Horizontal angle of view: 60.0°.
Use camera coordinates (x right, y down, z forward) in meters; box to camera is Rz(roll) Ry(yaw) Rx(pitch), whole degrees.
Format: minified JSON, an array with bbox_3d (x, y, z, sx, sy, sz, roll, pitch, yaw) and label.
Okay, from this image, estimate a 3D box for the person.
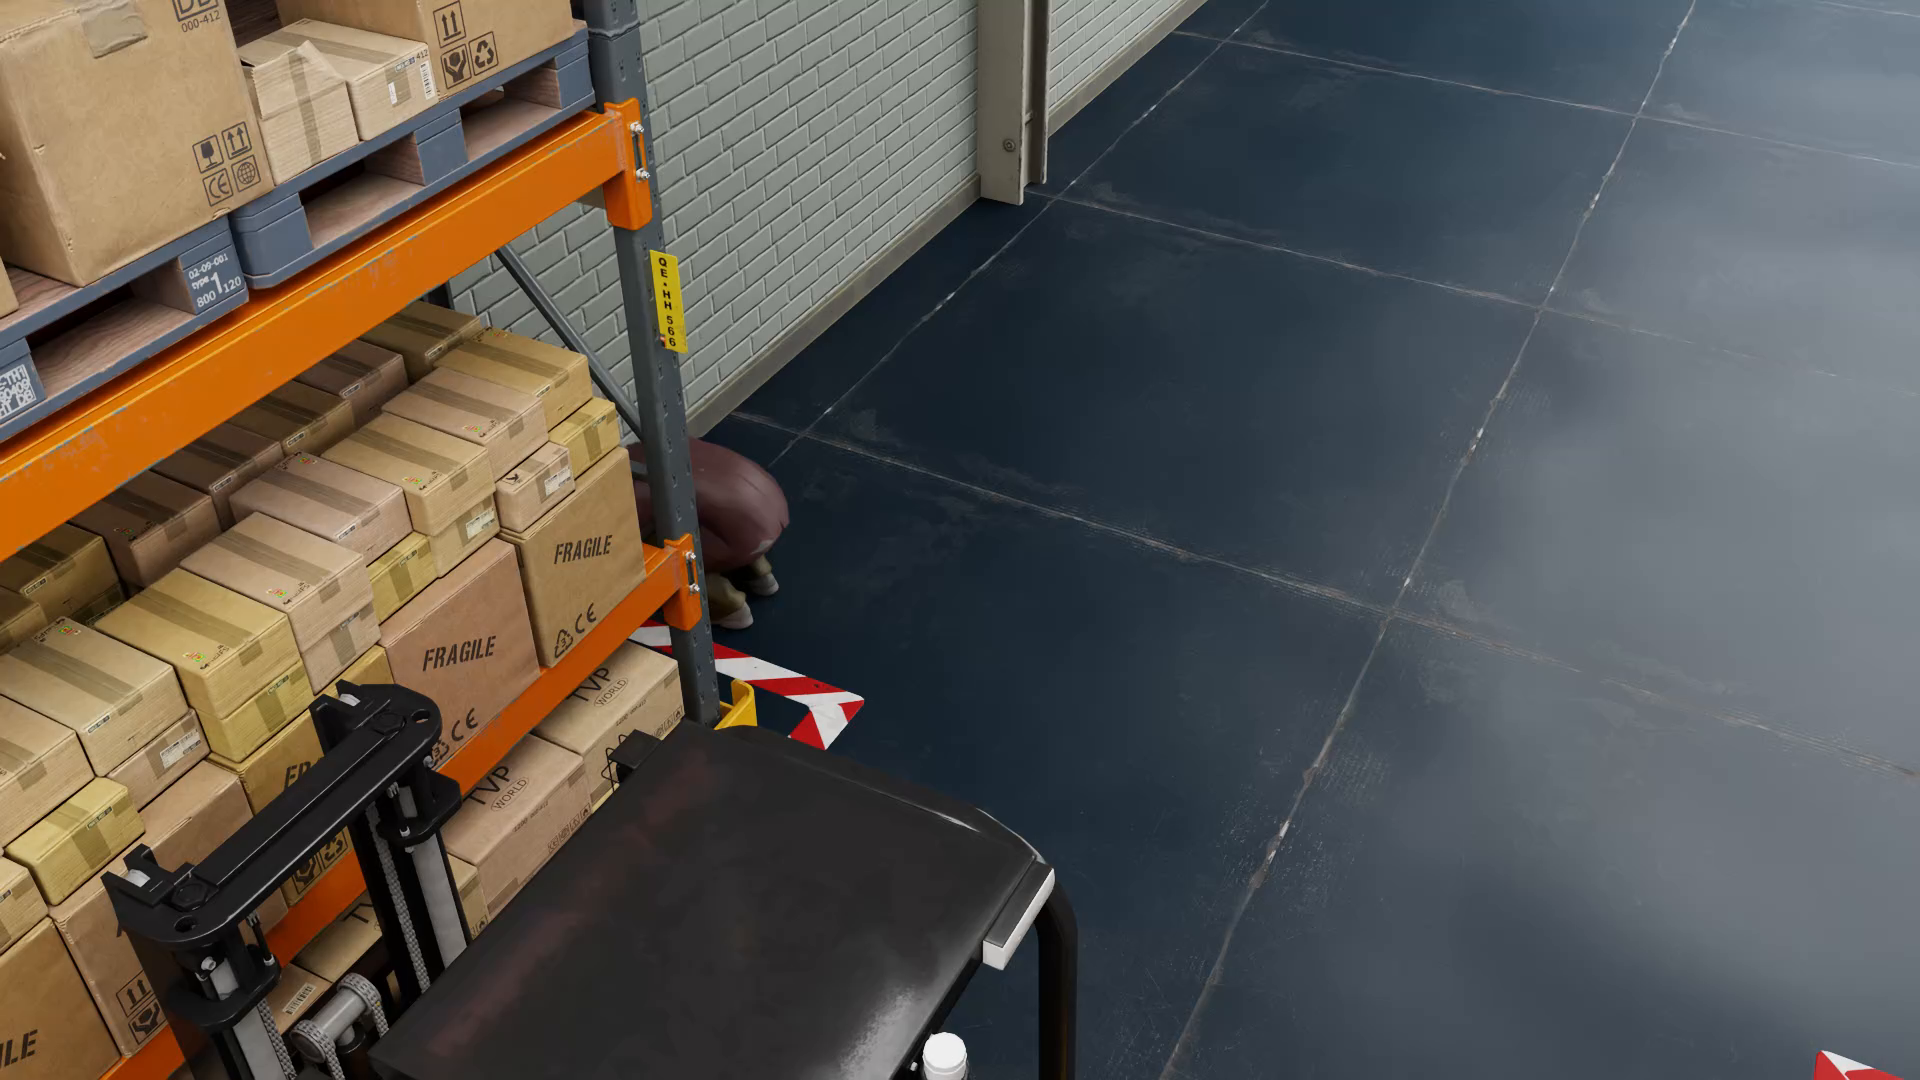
[{"bbox_3d":[-1.168,-0.052,7.095,0.918,0.831,0.578,12,39,15],"label":"person"}]
